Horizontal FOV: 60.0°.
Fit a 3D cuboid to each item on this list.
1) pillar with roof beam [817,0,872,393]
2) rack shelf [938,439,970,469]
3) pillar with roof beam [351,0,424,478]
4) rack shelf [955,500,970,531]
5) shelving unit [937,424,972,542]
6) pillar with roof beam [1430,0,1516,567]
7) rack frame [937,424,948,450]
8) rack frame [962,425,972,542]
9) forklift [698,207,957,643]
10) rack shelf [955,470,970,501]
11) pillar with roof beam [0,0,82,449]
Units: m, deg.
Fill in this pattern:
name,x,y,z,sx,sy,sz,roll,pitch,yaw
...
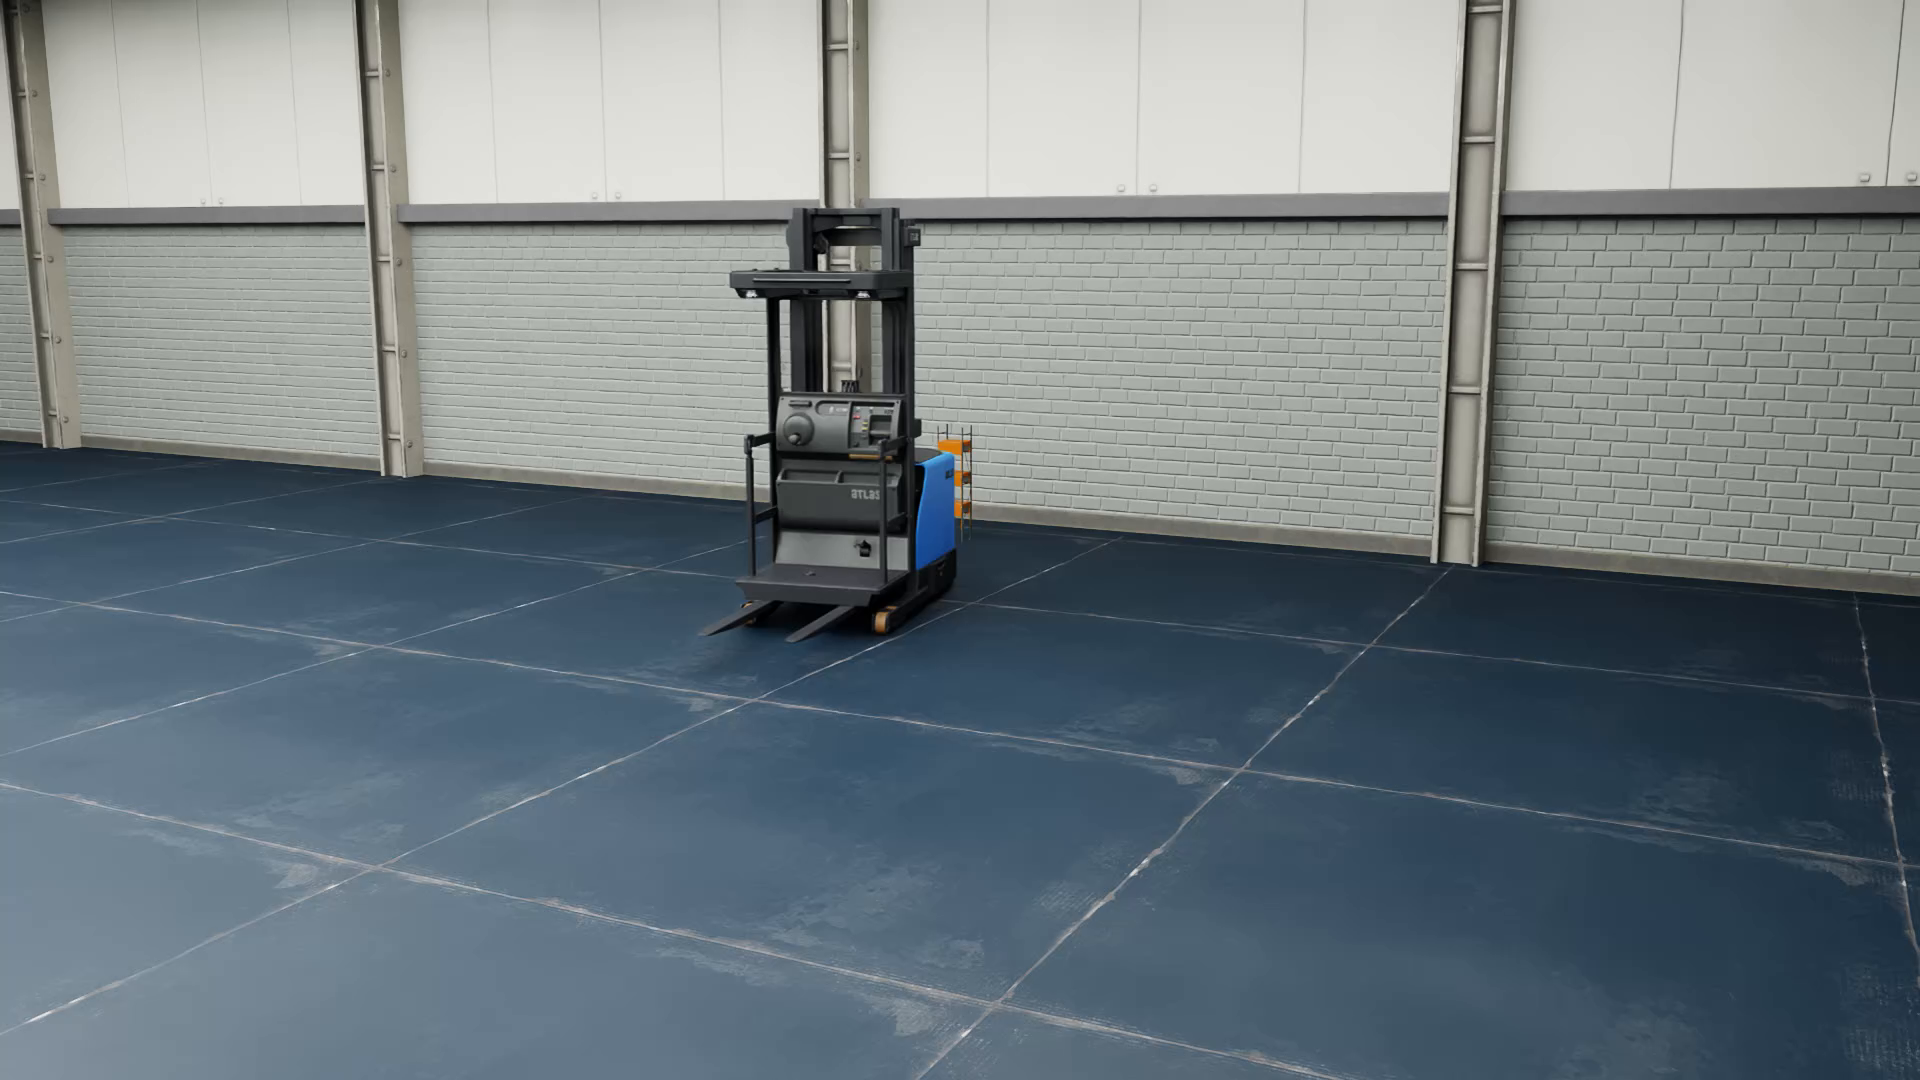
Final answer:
name,x,y,z,sx,sy,sz,roll,pitch,yaw
pillar with roof beam,-3.033,-4.029,12.225,0.400,9.000,9.100,5,11,26
rack shelf,-0.048,-0.790,15.111,0.240,0.259,0.215,5,11,26
pillar with roof beam,-8.414,-4.502,14.837,0.400,9.000,9.100,5,11,26
rack shelf,-0.048,-0.237,15.211,0.240,0.259,0.215,5,11,26
shelving unit,-0.048,-0.521,15.160,0.252,1.050,0.215,5,11,26
pillar with roof beam,2.347,-3.556,9.612,0.400,9.000,9.100,5,11,26
rack frame,-0.157,-0.530,15.213,0.008,1.050,0.200,5,11,26
rack frame,0.061,-0.511,15.107,0.008,1.050,0.200,5,11,26
forklift,-0.931,-0.859,11.746,1.130,2.935,3.031,3,11,16
rack shelf,-0.048,-0.510,15.162,0.240,0.259,0.215,5,11,26
pillar with roof beam,-13.795,-4.975,17.449,0.400,9.000,9.100,5,11,26
